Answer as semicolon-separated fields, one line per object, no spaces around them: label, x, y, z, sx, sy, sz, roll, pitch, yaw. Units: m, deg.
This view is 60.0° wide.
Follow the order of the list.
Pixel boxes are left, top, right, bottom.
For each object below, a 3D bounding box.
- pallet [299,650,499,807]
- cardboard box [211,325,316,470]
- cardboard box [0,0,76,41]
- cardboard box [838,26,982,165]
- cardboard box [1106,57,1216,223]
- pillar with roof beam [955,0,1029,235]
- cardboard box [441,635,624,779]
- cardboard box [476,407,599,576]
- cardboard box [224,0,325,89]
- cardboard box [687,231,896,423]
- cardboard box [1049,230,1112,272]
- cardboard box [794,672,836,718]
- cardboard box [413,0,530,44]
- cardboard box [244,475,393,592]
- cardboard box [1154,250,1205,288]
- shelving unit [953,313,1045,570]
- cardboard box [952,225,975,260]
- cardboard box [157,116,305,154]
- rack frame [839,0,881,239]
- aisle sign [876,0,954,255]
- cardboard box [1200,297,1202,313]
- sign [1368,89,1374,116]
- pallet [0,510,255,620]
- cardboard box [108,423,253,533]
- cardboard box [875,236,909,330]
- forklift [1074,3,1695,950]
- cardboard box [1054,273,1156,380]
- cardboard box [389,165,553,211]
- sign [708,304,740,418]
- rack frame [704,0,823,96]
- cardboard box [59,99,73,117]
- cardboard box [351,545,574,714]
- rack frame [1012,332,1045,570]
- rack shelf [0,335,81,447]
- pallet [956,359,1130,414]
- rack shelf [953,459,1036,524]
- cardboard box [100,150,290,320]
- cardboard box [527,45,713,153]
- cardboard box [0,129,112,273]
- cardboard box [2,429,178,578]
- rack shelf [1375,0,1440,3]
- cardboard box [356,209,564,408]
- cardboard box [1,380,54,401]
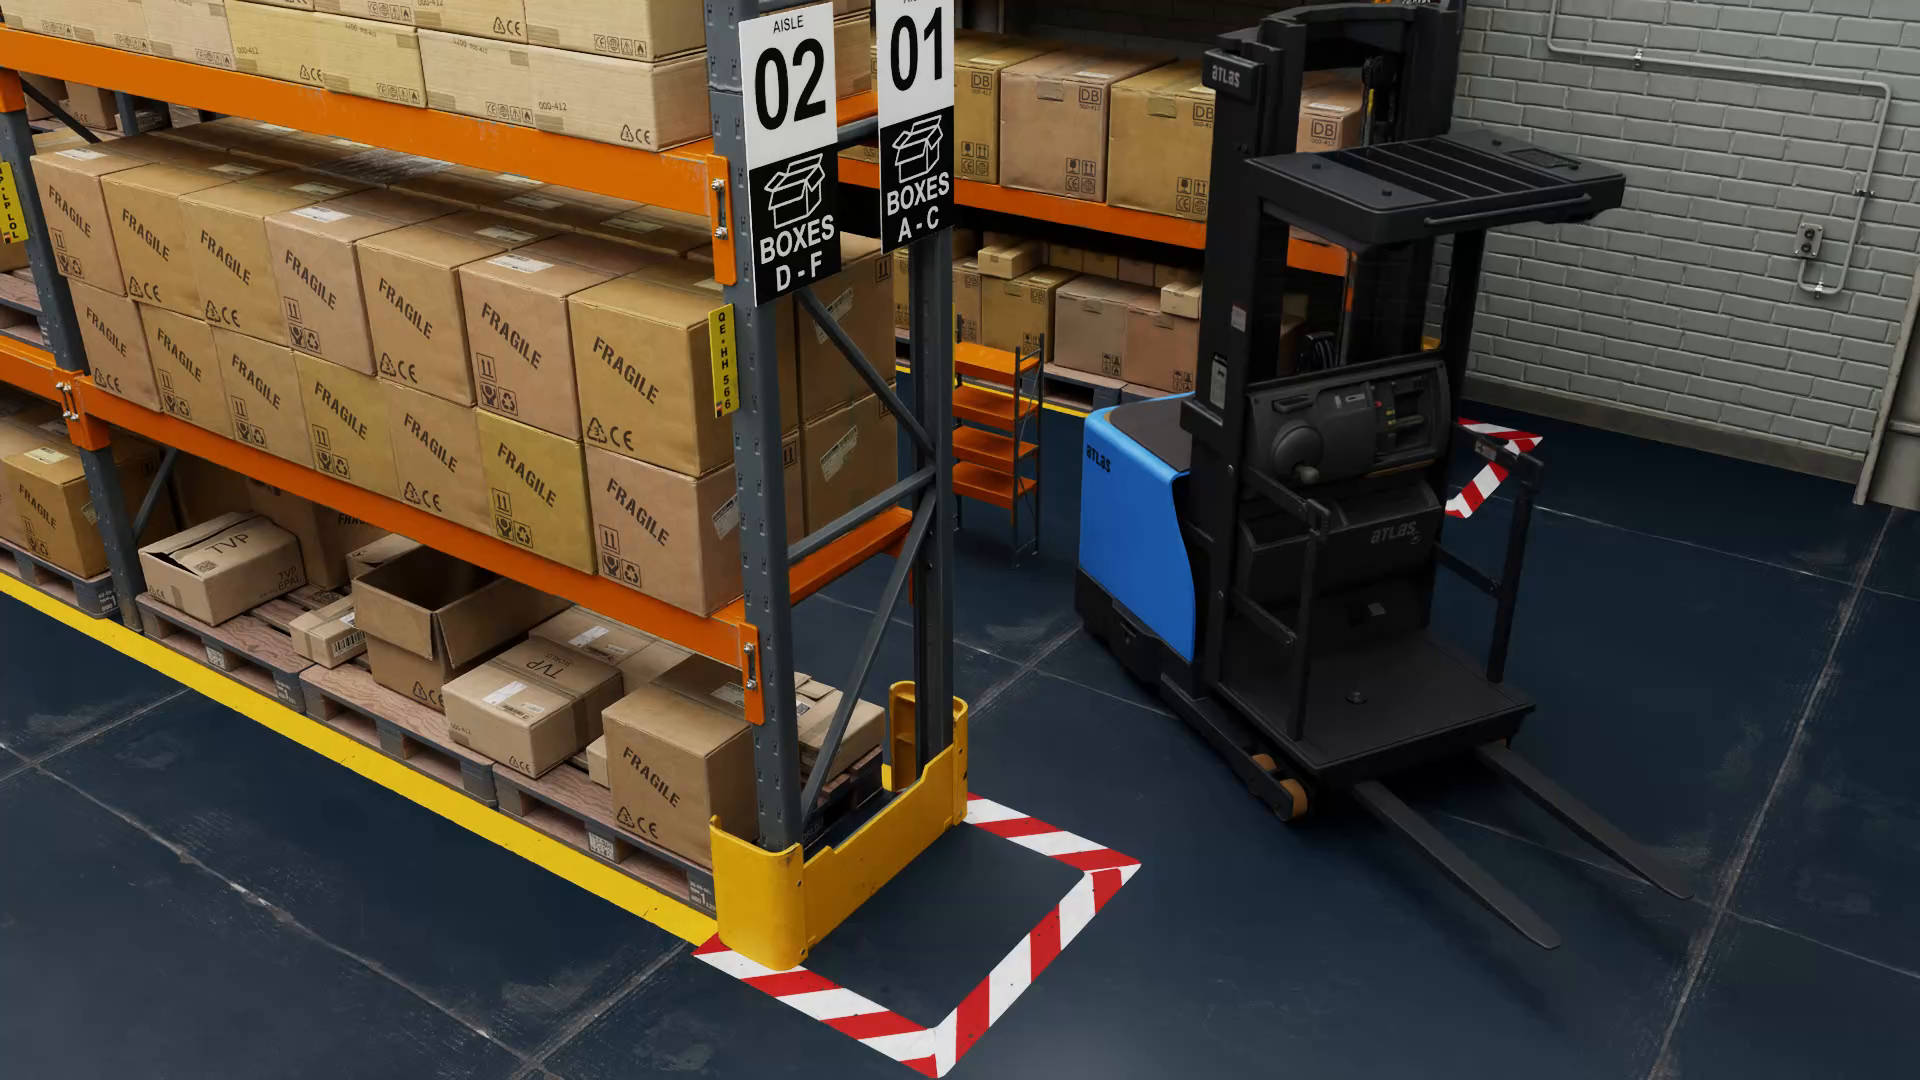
pallet;-2.077;0.640;7.259;1.213;0.211;1.003;17;32;30
cardboard box;-2.551;-0.645;6.599;0.500;0.500;0.500;17;32;30
cardboard box;-3.391;-2.145;6.516;0.500;0.250;0.500;17;32;30
cardboard box;-0.413;-2.934;10.876;0.700;0.700;0.980;18;32;31
cardboard box;1.414;-2.362;9.753;0.700;0.700;0.980;17;32;30
pillar with roof beam;-2.221;-4.153;6.989;0.400;9.000;9.100;17;32;30
cardboard box;-1.709;0.661;6.690;0.500;0.250;0.500;17;32;30
cardboard box;-1.308;-0.255;5.833;0.500;0.500;0.500;18;32;31
cardboard box;-2.156;-1.759;5.757;0.500;0.250;0.500;17;32;30
cardboard box;-0.572;-0.768;5.739;0.500;0.500;0.500;18;32;32
cardboard box;0.775;-1.855;10.667;0.250;0.149;0.380;17;31;29
cardboard box;-0.712;0.701;6.704;0.250;0.166;0.380;17;32;30
cardboard box;-1.335;-1.723;5.135;0.500;0.250;0.500;17;32;30
cardboard box;-3.022;-0.134;7.977;0.500;0.500;0.500;17;32;30
cardboard box;1.405;-1.660;10.282;0.250;0.149;0.380;18;32;31
shelving unit;0.136;-0.492;8.394;0.503;1.200;0.258;17;32;30
cardboard box;-0.113;-1.921;10.795;0.250;0.149;0.380;19;32;32
cardboard box;-3.089;-1.549;7.275;0.500;0.500;0.500;17;32;31
rack frame;-0.851;-2.945;11.230;0.127;3.000;1.000;17;32;30
aisle sign;-0.133;-1.316;5.163;0.004;0.787;0.394;17;32;30
cardboard box;1.604;-1.388;9.747;0.250;0.149;0.380;17;31;30
sign;2.128;-2.340;8.504;0.005;0.325;0.100;17;32;30
pallet;-4.344;-0.044;8.604;1.213;0.211;1.003;17;32;30
cardboard box;-3.913;-0.390;8.479;0.500;0.500;0.500;16;31;28
cardboard box;-0.292;-1.788;11.249;0.500;0.500;0.700;18;32;31
forklift;1.629;-0.422;6.349;1.130;2.935;3.031;-12;29;-22
cardboard box;0.985;-1.391;10.469;0.500;0.500;0.700;16;31;29
cardboard box;-1.836;-1.160;6.509;0.500;0.500;0.500;17;32;30
sign;-0.686;-0.520;4.839;0.005;0.325;0.100;17;32;30
rack frame;-0.355;-2.739;4.210;0.127;3.000;1.000;17;32;30
cardboard box;-8.752;-4.343;16.635;0.250;0.149;0.380;15;30;26
cardboard box;-2.101;0.305;7.111;0.637;0.503;0.797;17;32;30
rack frame;0.338;-0.430;8.271;0.015;1.200;0.240;17;32;30
rack shelf;-5.301;-1.285;8.762;4.000;0.370;1.077;17;32;30
pallet;0.742;-1.165;10.806;1.213;0.211;1.003;17;32;30
rack shelf;0.136;-0.255;8.515;0.480;0.148;0.258;17;32;30
cardboard box;-2.998;-1.224;6.635;0.500;0.500;0.500;16;31;29
cardboard box;-0.928;-1.369;4.990;0.500;0.250;0.500;17;32;30
cardboard box;-4.519;-1.682;8.175;0.500;0.500;0.700;23;35;38
cardboard box;-4.221;-0.194;8.095;0.500;0.500;0.500;17;32;30
rack shelf;0.798;-3.448;9.704;4.000;0.370;1.077;17;32;30
cardboard box;-1.725;-0.828;5.856;0.500;0.500;0.500;18;32;32
cardboard box;-4.737;-0.981;8.814;0.500;0.250;0.500;17;32;30
